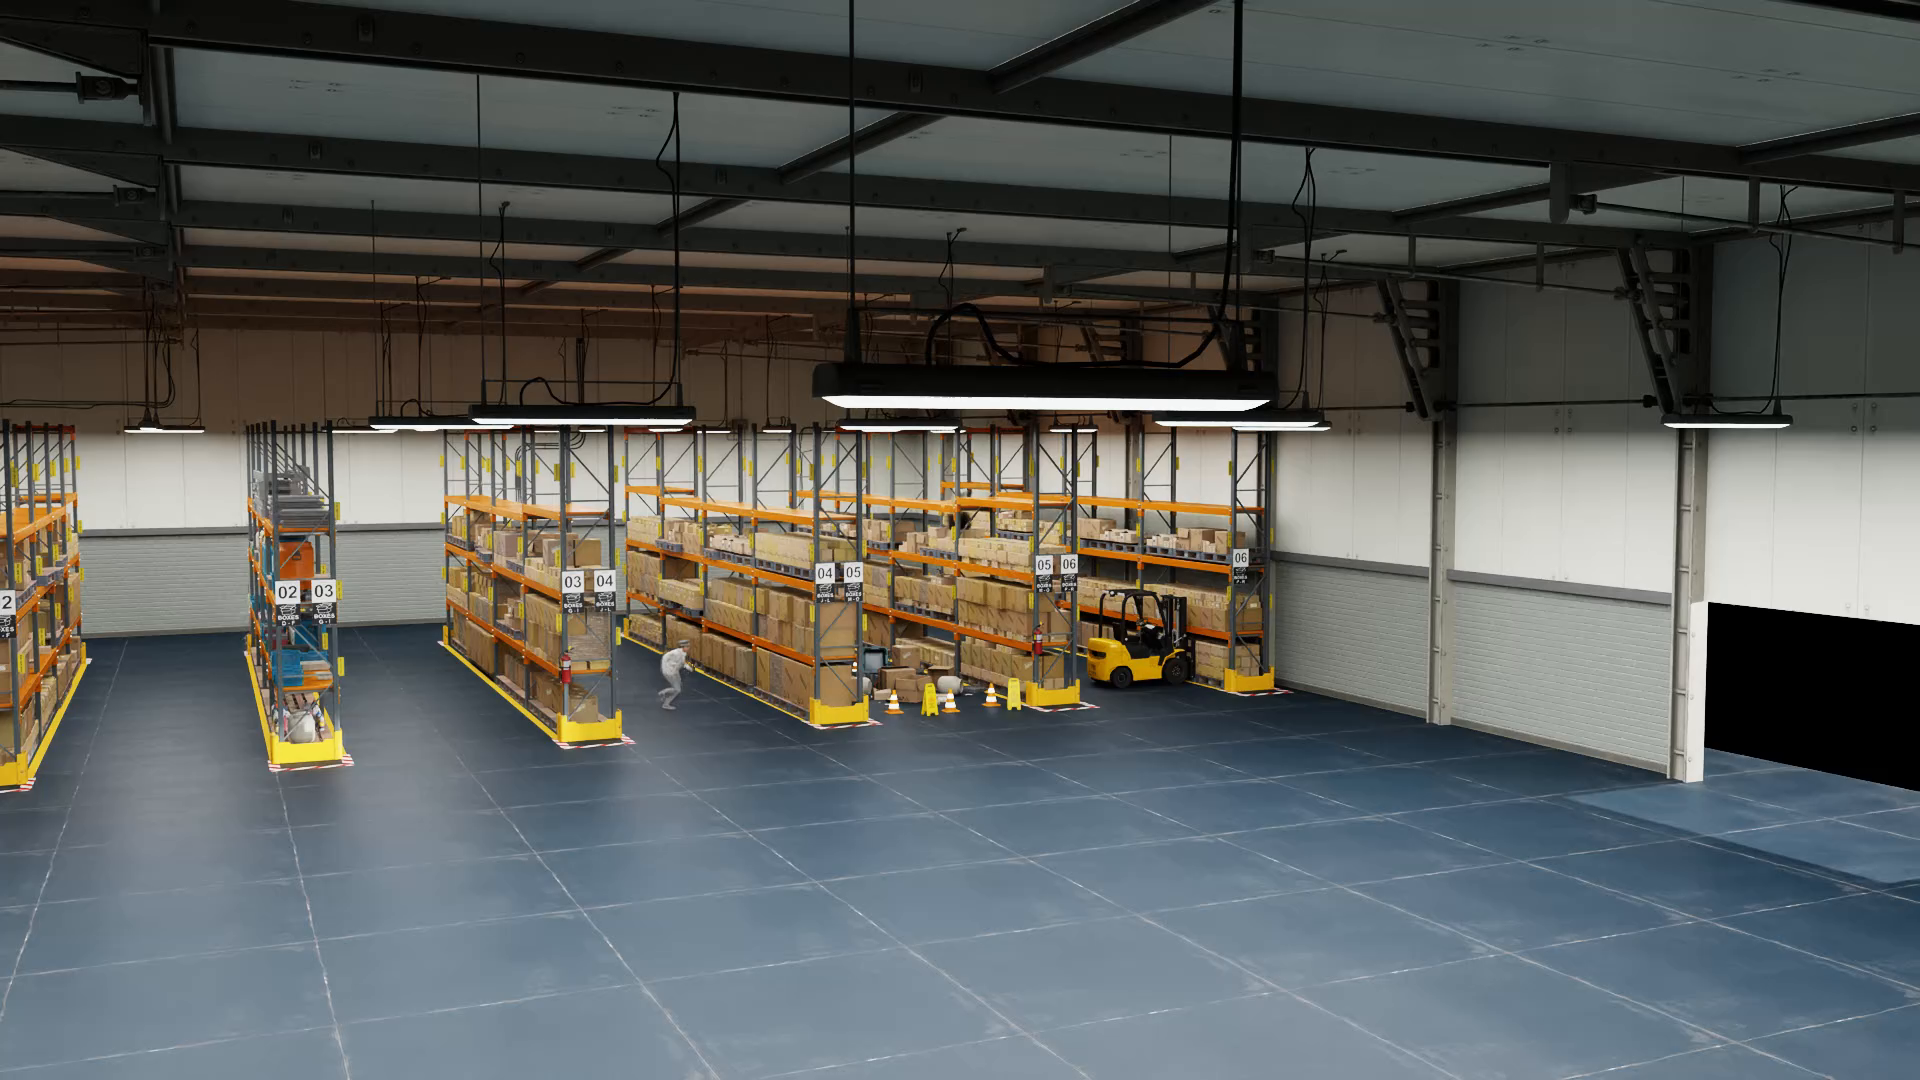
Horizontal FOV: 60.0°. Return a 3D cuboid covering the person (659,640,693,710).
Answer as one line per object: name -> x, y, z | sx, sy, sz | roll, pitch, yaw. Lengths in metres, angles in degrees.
person -> -5.964, 2.818, 34.705 | 0.758, 1.491, 0.645 | 2, 4, 24

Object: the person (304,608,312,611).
person -> -17.975, 2.012, 45.826 | 0.858, 1.649, 0.571 | -1, 4, -13
